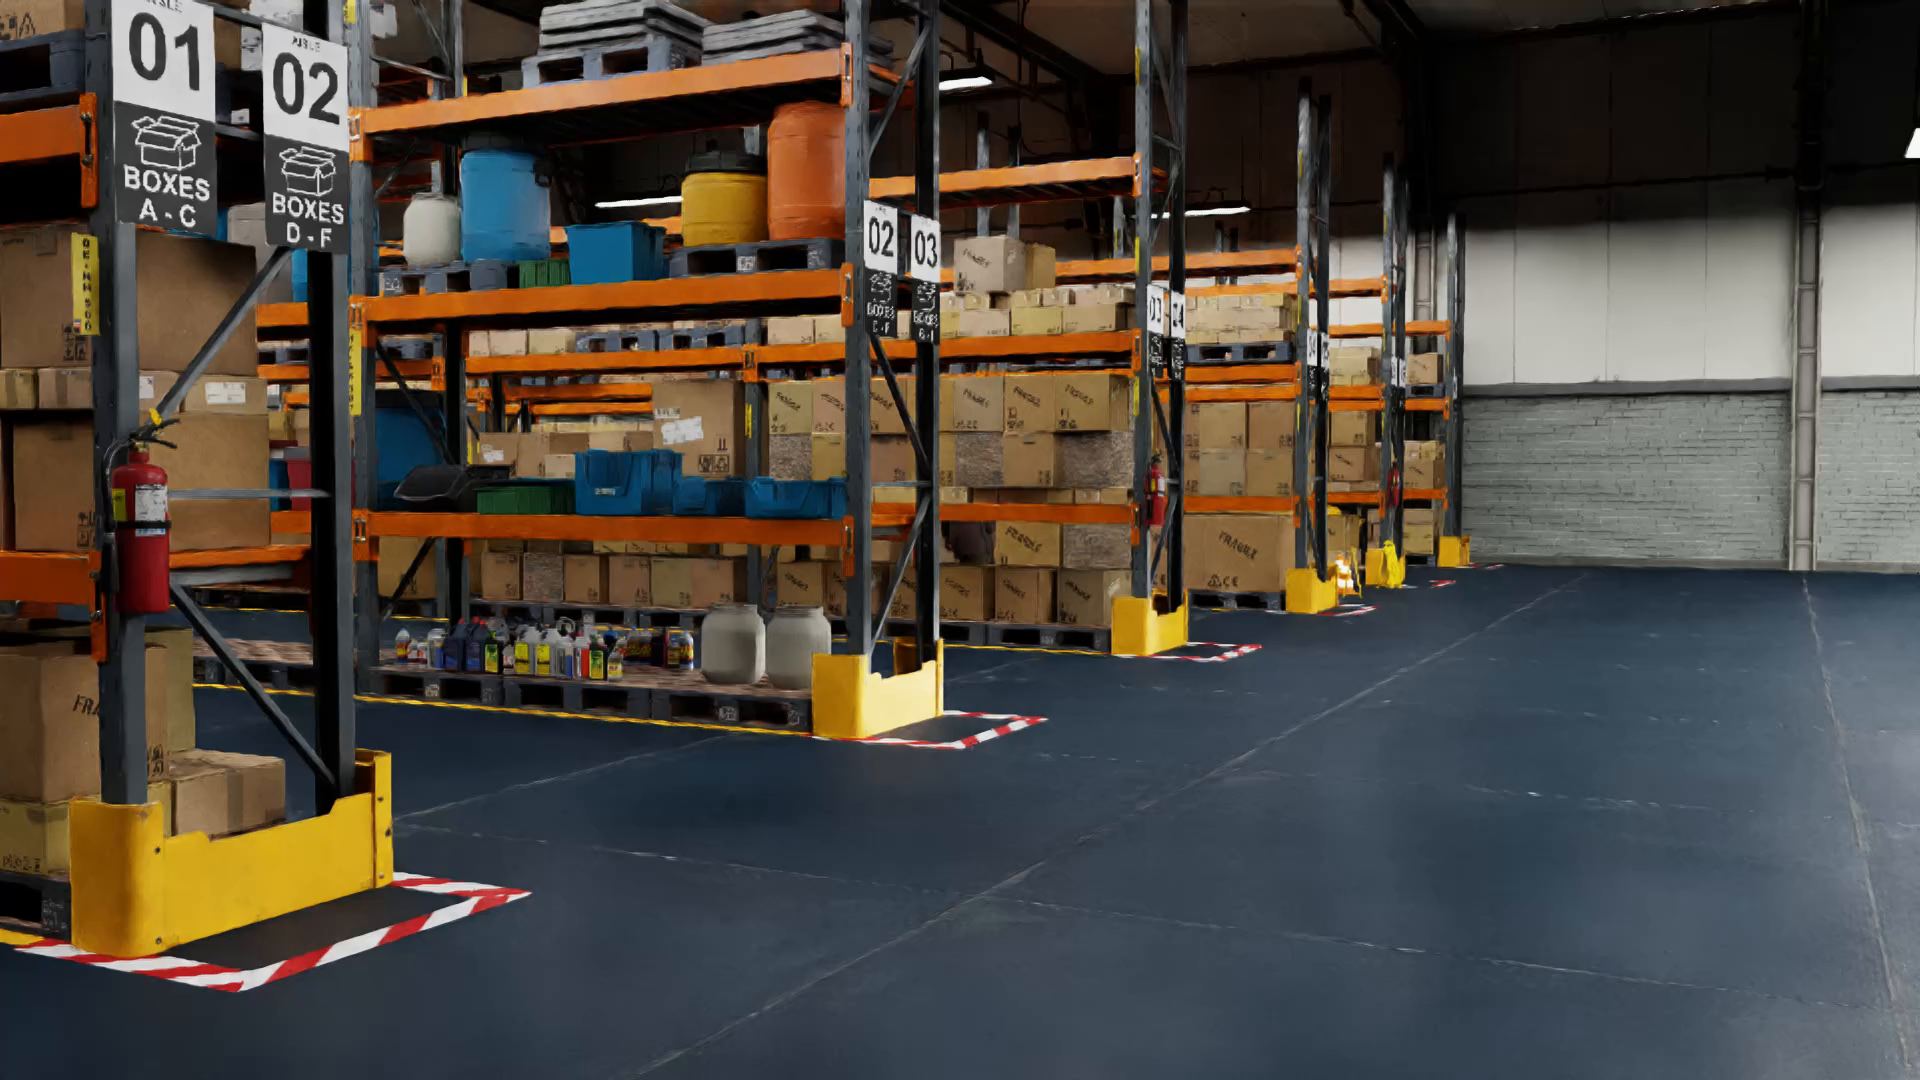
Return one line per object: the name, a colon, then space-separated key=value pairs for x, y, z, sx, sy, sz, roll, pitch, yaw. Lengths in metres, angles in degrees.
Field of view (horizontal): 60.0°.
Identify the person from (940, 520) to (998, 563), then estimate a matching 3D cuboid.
person: x=0.096 y=-0.055 z=18.295 sx=0.666 sy=1.749 sz=0.464 roll=2 pitch=3 yaw=43
